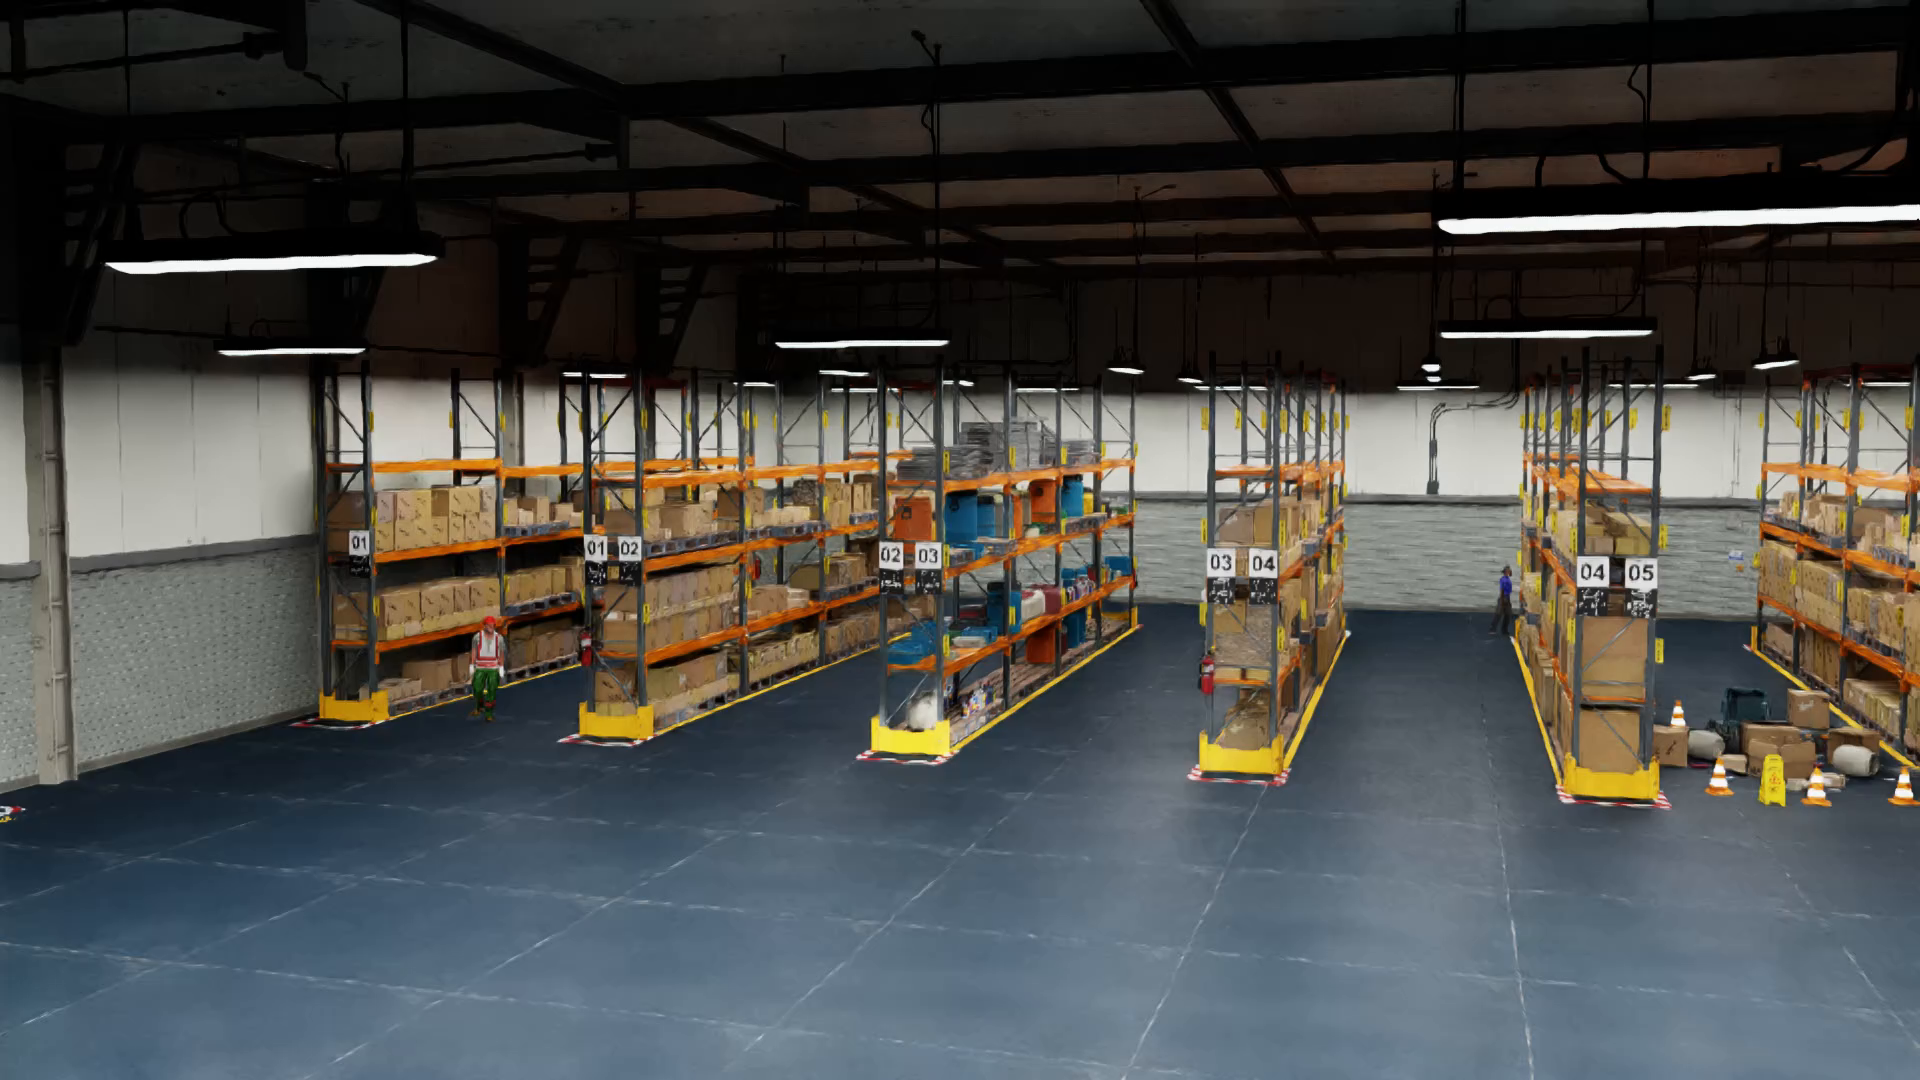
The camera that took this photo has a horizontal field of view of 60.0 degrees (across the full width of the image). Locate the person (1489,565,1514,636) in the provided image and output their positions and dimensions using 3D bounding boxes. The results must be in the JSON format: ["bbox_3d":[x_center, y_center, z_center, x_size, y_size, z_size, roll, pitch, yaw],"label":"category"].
[{"bbox_3d":[12.668,1.448,38.848,0.523,1.584,0.561,3,5,32],"label":"person"}]

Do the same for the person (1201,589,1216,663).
[{"bbox_3d":[5.251,1.631,34.487,0.457,1.783,0.615,-1,4,-14],"label":"person"}]

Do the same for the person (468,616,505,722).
[{"bbox_3d":[-7.905,2.134,27.772,0.591,1.780,0.573,-1,4,-19],"label":"person"}]
